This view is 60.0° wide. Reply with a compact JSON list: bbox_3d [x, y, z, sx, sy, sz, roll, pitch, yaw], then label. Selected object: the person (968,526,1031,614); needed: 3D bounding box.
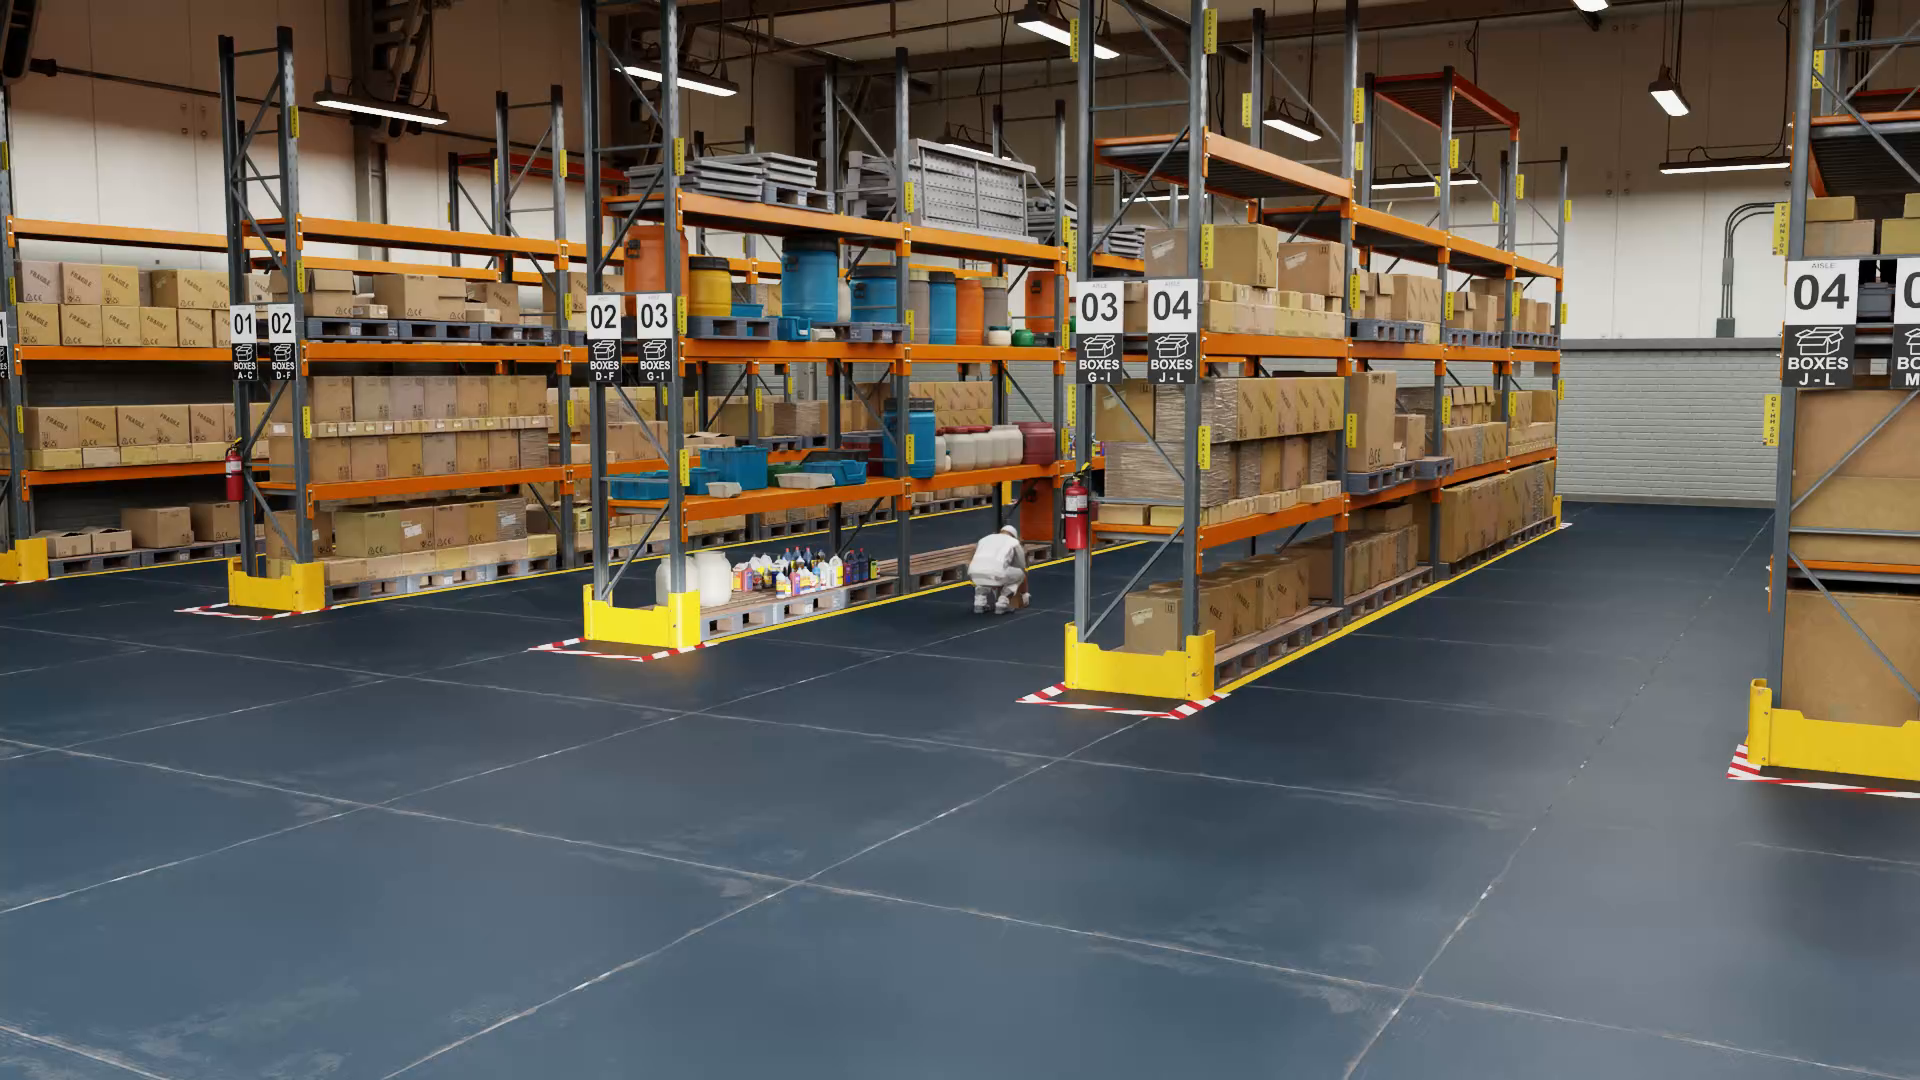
[{"bbox_3d":[0.399,0.316,17.438,0.544,0.877,0.889,3,7,29],"label":"person"}]
